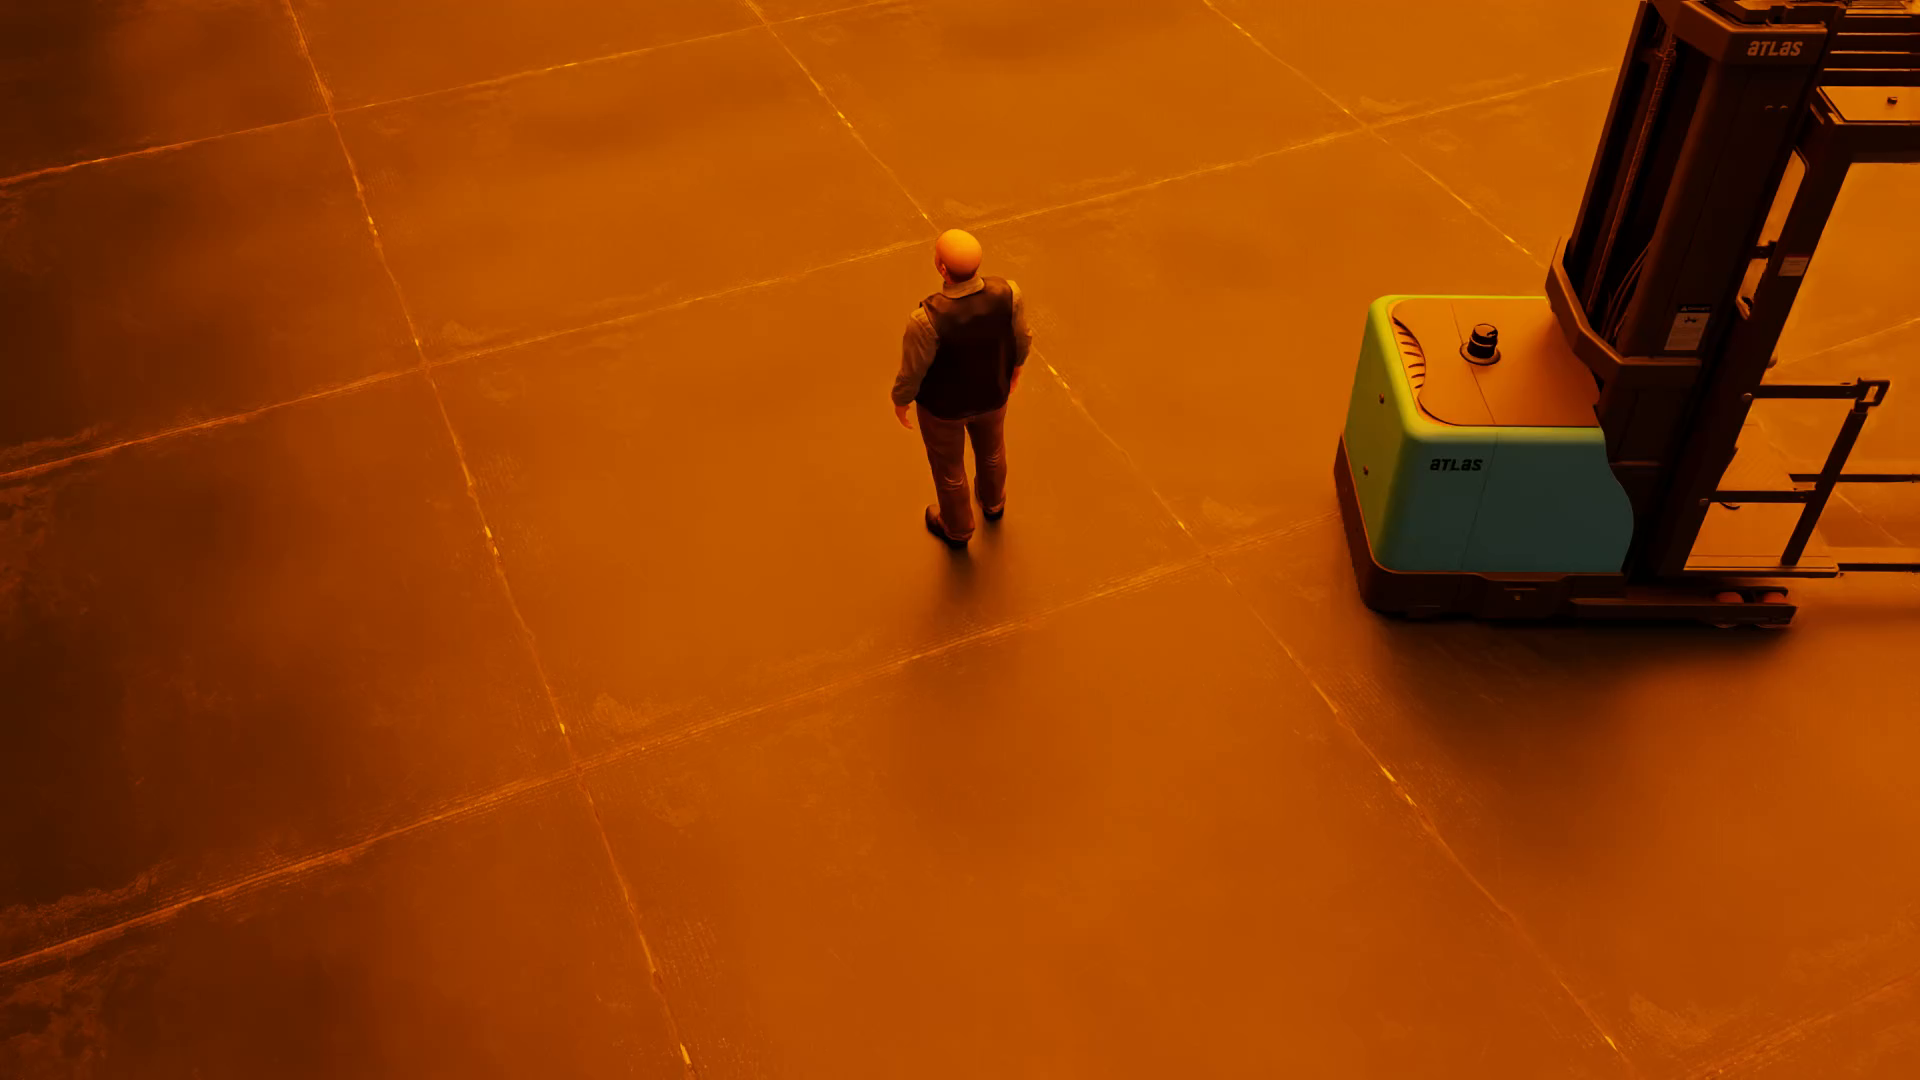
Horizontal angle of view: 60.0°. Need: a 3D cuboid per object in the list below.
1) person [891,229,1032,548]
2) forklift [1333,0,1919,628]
[{"bbox_3d":[-0.020,-0.676,7.280,0.633,1.722,0.566,-18,46,-18],"label":"person"},{"bbox_3d":[3.323,-1.047,6.802,3.031,2.935,1.130,0,43,0],"label":"forklift"}]
